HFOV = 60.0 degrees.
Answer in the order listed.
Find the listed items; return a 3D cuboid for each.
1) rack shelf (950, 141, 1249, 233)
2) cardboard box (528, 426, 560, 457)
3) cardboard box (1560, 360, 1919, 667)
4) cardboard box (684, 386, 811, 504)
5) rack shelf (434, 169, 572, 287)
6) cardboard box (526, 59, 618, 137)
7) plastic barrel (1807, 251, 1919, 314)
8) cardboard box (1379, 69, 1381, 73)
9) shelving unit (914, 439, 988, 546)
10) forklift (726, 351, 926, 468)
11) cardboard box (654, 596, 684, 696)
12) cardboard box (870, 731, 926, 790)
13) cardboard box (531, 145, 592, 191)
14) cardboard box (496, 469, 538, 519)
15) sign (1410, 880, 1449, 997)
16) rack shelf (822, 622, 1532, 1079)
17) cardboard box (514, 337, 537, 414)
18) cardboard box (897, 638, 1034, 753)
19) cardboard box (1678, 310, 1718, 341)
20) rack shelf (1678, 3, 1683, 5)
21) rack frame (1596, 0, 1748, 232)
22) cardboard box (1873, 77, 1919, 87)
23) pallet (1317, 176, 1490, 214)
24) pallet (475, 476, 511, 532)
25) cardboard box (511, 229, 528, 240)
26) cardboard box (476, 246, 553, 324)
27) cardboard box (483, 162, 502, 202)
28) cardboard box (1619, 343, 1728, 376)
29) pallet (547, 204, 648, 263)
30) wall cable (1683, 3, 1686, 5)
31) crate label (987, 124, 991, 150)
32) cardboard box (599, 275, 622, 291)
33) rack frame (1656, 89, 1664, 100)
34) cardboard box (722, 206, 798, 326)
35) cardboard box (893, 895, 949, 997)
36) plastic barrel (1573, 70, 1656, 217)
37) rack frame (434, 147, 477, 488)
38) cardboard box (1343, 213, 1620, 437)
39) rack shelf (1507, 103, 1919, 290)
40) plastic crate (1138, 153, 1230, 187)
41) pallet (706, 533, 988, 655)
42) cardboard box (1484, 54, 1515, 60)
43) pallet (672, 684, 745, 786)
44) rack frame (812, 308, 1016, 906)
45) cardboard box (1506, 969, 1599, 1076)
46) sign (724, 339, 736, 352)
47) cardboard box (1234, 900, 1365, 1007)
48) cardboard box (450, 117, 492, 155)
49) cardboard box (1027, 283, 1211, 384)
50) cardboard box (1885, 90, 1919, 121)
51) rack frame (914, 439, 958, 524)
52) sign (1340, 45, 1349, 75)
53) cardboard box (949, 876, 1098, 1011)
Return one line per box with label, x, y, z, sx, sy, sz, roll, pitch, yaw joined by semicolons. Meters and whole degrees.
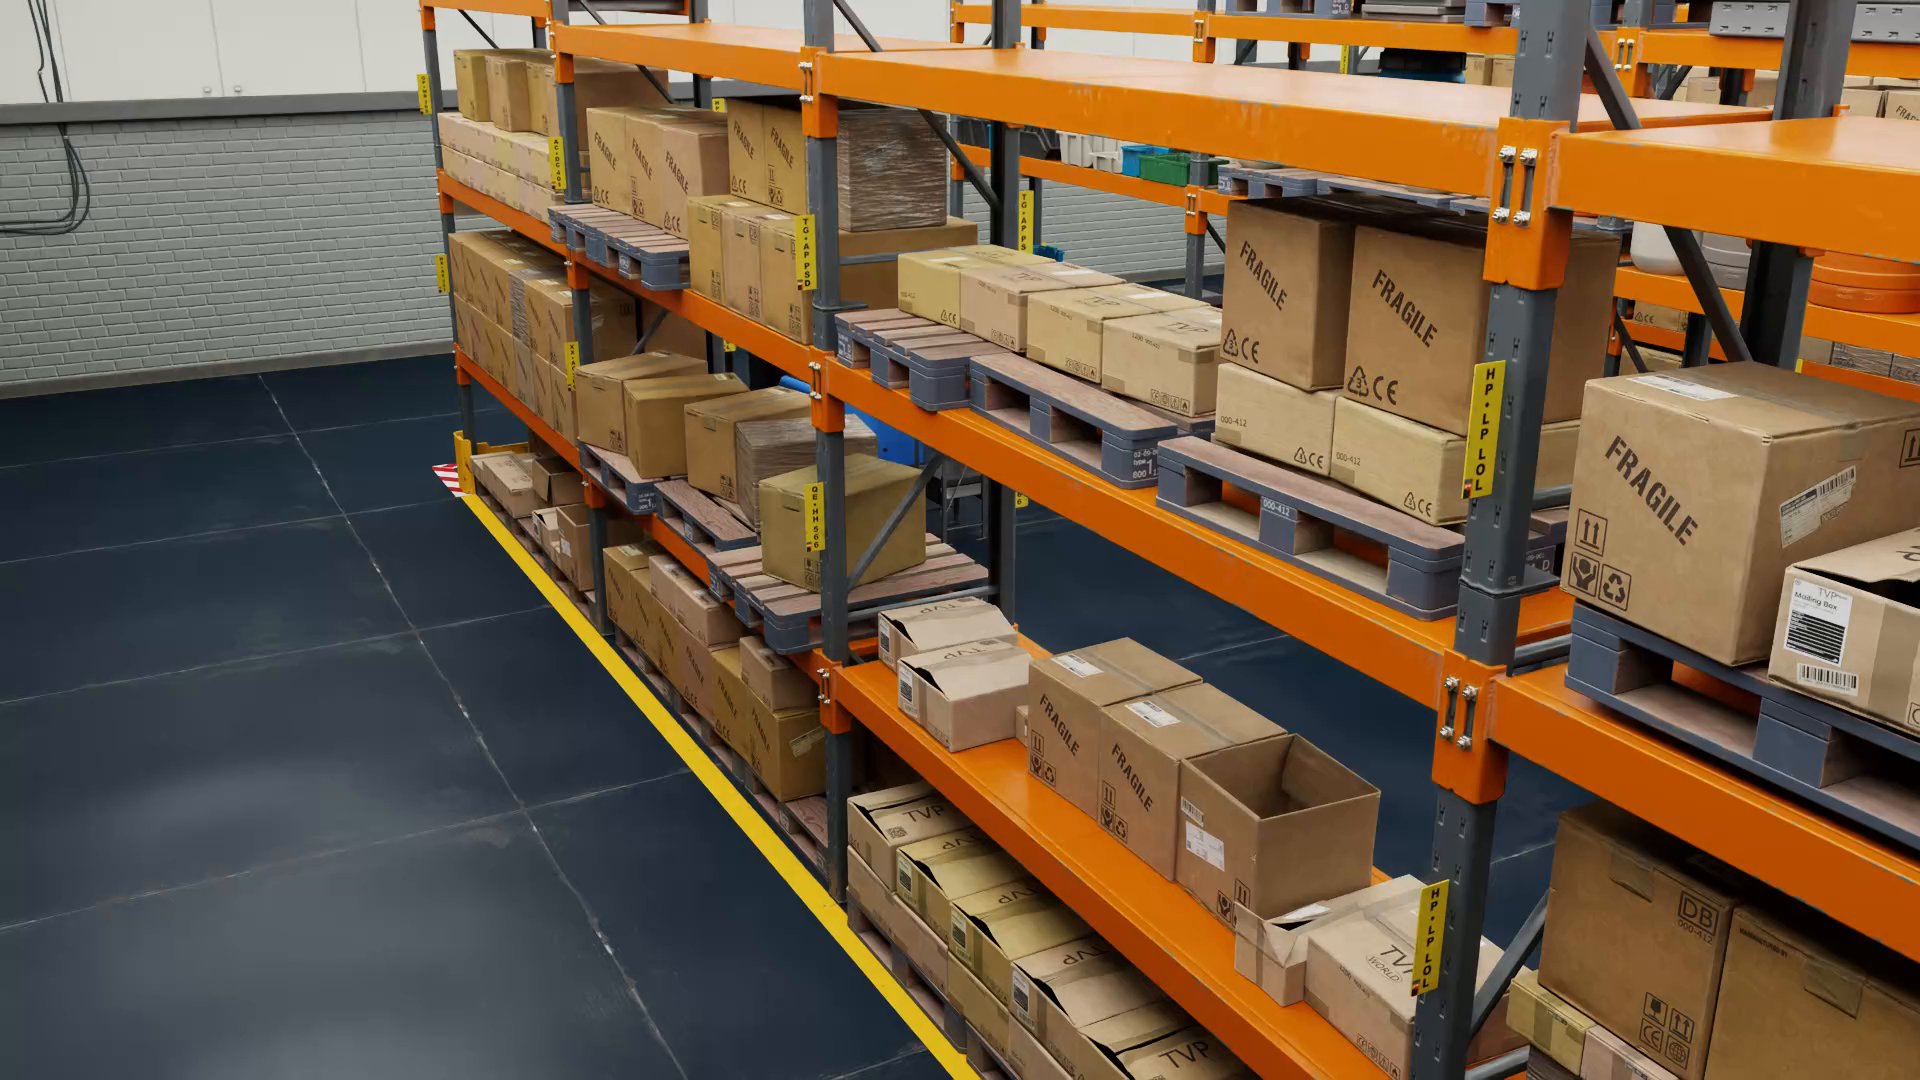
rack shelf;1.317;-3.248;14.950;1.077;0.370;4.000;-10;21;-27
cardboard box;-3.519;-0.887;14.760;0.500;0.500;0.500;-10;21;-27
cardboard box;1.712;-0.078;3.648;0.500;0.500;0.500;-8;21;-22
cardboard box;-1.201;-0.578;9.911;0.700;0.500;0.500;-17;25;-40
rack shelf;-3.044;-2.482;12.730;1.077;0.370;4.000;-10;21;-27
cardboard box;-2.714;-3.209;12.049;0.700;0.500;0.500;-10;21;-27
plastic barrel;4.676;-1.612;8.446;0.600;0.830;0.708;-10;21;-27
cardboard box;5.021;-5.081;18.210;0.700;0.500;0.500;-11;22;-30
shelving unit;-0.079;-1.040;13.427;0.431;2.100;0.503;-10;21;-27
forklift;-1.557;-2.084;15.177;1.130;2.935;3.031;-13;23;-33
cardboard box;-1.585;0.616;10.404;0.500;0.500;0.500;-10;21;-26
cardboard box;-0.159;1.117;8.953;0.500;0.500;0.500;-9;21;-24
cardboard box;-2.564;-2.511;11.174;0.500;0.250;0.500;-10;21;-27
cardboard box;-3.510;-0.399;13.731;0.500;0.250;0.500;-10;21;-27
sign;1.232;1.044;4.355;0.100;0.325;0.005;-10;21;-27
rack shelf;0.755;1.233;6.564;1.077;0.370;4.000;-10;21;-27
cardboard box;-3.049;-1.276;12.577;0.500;0.500;0.500;-9;21;-25
cardboard box;0.060;0.647;7.294;0.500;0.311;0.500;-10;22;-27
cardboard box;6.864;-2.096;14.952;0.500;0.500;0.500;-10;21;-27
rack shelf;10.089;-6.171;18.827;1.077;0.370;4.000;-10;21;-27
rack frame;4.166;-3.284;9.352;1.000;3.000;0.127;-10;21;-27
cardboard box;10.359;-4.930;18.185;0.500;0.250;0.500;-11;22;-29
pallet;3.266;-2.390;11.649;1.003;0.211;1.213;-10;21;-27
pallet;-3.578;-0.409;14.494;1.003;0.211;1.213;-10;21;-27
cardboard box;-3.540;-2.413;14.339;0.500;0.500;0.500;-10;22;-27
cardboard box;-3.527;-2.037;13.249;0.500;0.500;0.500;-10;21;-26
cardboard box;-3.265;-2.707;12.509;0.500;0.250;0.500;-10;21;-27
cardboard box;6.947;-1.377;15.636;1.225;0.875;0.875;-10;21;-26
pallet;-1.846;-1.961;10.405;1.213;0.211;1.003;-10;21;-27
wall cable;13.631;-10.026;28.833;2.988;3.039;0.133;-10;21;-27
crate label;0.521;-3.777;15.608;0.408;0.251;0.502;-10;21;-27
cardboard box;-2.316;-1.677;12.206;0.500;0.500;0.500;-11;22;-28
rack frame;9.139;-4.251;21.351;1.000;3.000;0.127;-10;21;-27
cardboard box;-0.674;-1.413;8.377;0.910;0.500;0.500;-10;21;-27
cardboard box;0.035;1.760;7.505;0.500;0.250;0.500;-11;22;-28
plastic barrel;3.899;-2.431;10.176;0.600;0.830;0.708;-10;21;-27
rack frame;-3.994;-1.978;14.765;1.000;3.000;0.127;-10;21;-27
cardboard box;1.447;-0.617;4.658;0.500;0.500;0.500;-10;21;-26
rack shelf;2.655;-0.266;2.322;1.077;0.370;4.000;-10;21;-27
plastic crate;1.800;-2.989;13.420;0.450;0.188;0.662;-10;21;-27
pallet;-0.578;0.225;8.674;1.213;0.211;1.003;-10;21;-27
cardboard box;5.677;-4.996;16.811;0.500;0.250;0.500;-11;22;-28
pallet;-1.091;1.067;10.217;1.003;0.211;1.213;-10;21;-27
rack frame;-0.195;0.318;8.110;1.000;3.000;0.127;-10;21;-27
cardboard box;1.662;1.220;4.350;0.380;0.149;0.250;-10;21;-27
sign;-1.607;-1.464;11.501;0.100;0.325;0.005;-10;21;-27
cardboard box;1.126;1.306;5.453;0.396;0.266;0.258;-11;22;-28
cardboard box;-3.747;-3.229;13.256;0.500;0.250;0.500;-10;21;-27
cardboard box;0.597;-0.792;6.316;0.500;0.250;0.500;-10;22;-28
cardboard box;7.685;-3.277;13.133;0.500;0.500;0.500;-9;21;-24
rack frame;-0.194;-1.110;13.630;0.400;2.100;0.015;-10;21;-27
sign;4.235;-5.296;18.320;0.100;0.325;0.005;-10;21;-27
cardboard box;0.293;1.647;6.972;0.500;0.311;0.500;-11;22;-28
